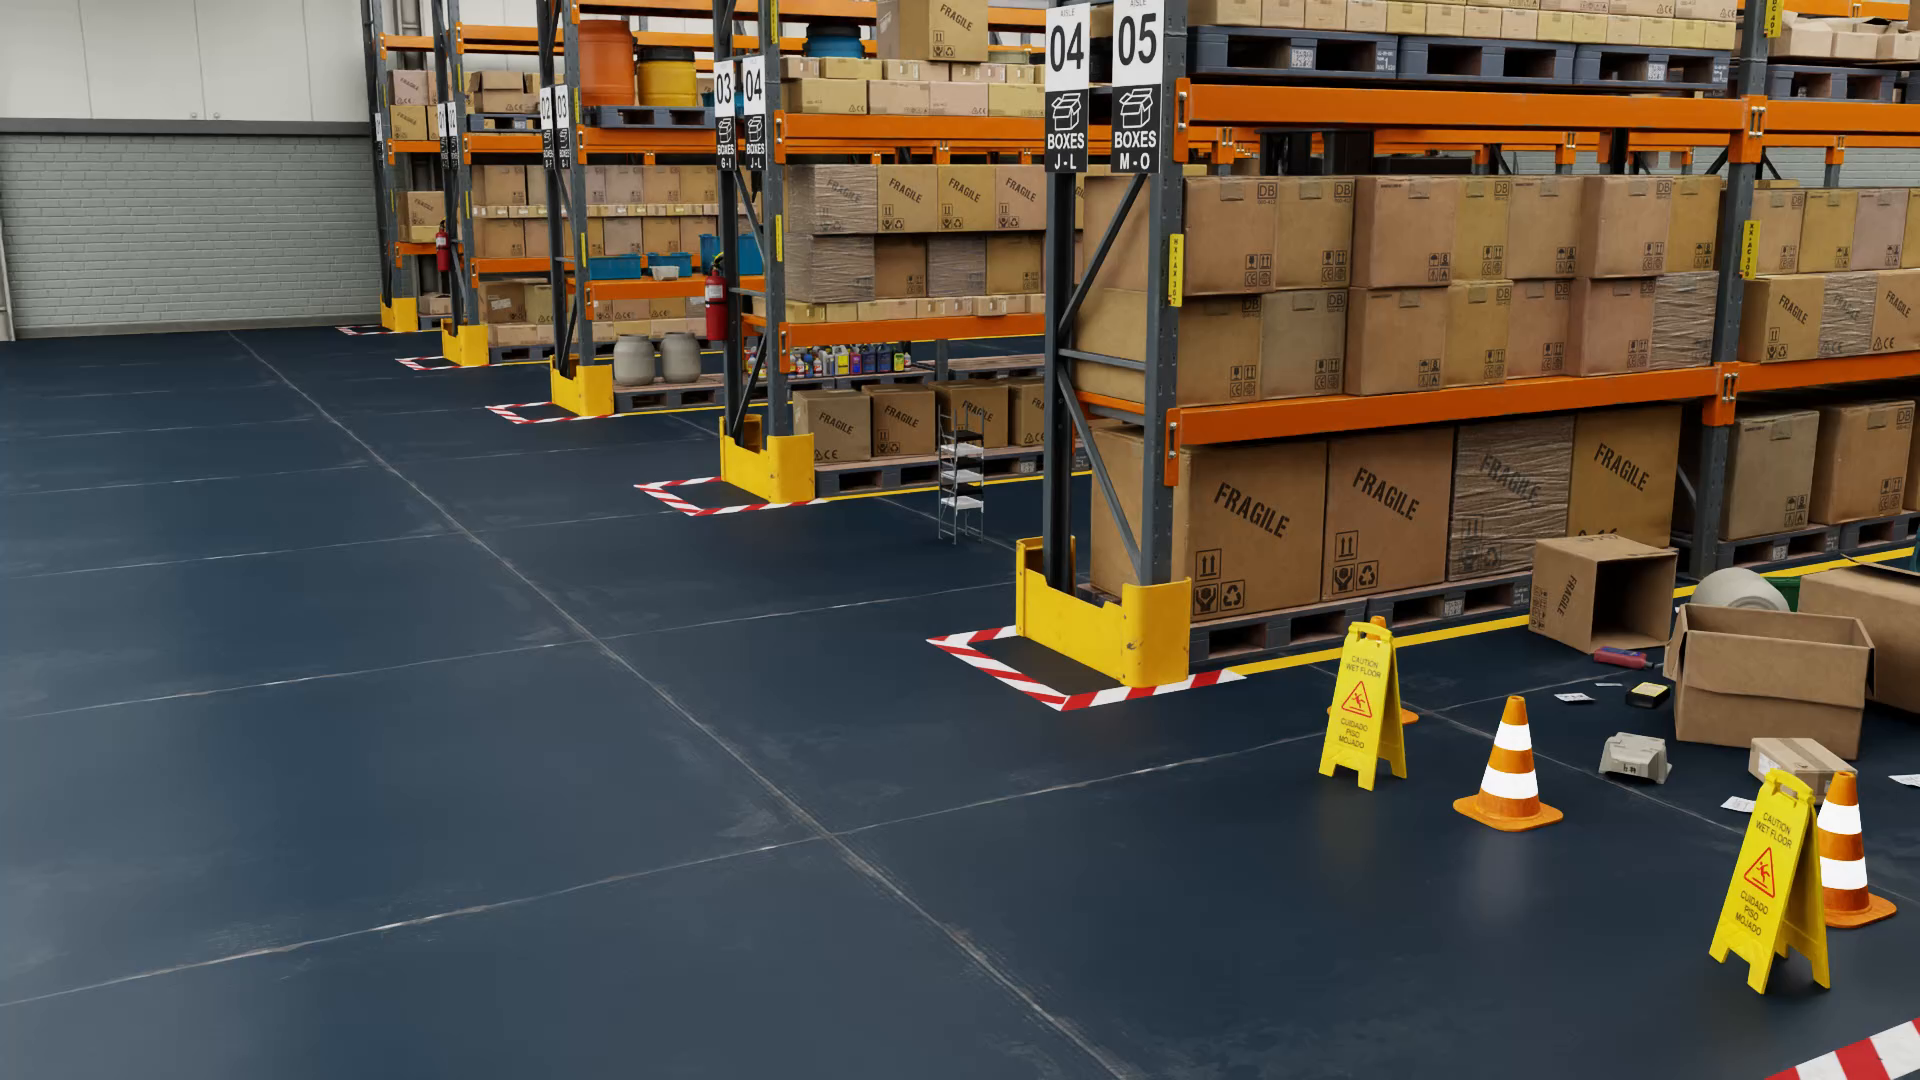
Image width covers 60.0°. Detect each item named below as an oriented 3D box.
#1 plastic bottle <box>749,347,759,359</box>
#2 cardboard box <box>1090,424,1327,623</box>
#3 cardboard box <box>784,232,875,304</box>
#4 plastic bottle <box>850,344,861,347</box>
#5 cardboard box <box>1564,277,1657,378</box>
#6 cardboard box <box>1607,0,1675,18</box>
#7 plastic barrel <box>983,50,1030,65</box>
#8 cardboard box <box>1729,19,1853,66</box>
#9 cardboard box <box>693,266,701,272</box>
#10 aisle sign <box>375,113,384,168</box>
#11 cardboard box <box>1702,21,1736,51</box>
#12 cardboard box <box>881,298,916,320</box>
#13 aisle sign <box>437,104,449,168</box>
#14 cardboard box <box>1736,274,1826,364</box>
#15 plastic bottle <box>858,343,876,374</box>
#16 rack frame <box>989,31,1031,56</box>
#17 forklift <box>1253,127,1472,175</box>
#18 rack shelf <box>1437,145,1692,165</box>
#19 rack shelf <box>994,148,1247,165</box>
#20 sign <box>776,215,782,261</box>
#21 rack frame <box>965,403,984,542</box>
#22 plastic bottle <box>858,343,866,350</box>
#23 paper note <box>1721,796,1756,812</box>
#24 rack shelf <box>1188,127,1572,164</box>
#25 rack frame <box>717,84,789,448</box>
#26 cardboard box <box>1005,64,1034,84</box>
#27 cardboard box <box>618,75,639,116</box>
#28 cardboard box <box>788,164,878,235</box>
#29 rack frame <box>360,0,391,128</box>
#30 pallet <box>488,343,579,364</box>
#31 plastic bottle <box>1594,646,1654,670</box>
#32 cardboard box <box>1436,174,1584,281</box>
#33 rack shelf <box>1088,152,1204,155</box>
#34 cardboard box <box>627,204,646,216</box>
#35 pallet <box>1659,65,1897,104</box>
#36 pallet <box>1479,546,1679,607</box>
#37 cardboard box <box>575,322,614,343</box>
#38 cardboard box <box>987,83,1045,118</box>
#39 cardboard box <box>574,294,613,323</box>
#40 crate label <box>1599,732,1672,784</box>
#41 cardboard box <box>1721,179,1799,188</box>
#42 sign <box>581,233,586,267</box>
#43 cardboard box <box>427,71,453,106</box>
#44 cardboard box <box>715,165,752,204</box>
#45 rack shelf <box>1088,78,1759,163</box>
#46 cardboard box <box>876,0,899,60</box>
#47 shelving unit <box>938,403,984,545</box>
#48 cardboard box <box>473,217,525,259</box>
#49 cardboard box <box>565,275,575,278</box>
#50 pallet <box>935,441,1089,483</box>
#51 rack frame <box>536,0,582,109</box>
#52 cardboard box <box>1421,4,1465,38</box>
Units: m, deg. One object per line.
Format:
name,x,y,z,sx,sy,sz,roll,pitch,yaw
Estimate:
plastic bottle,-2.245,-1.971,18.218,0.133,0.283,0.061,-7,14,-28
cardboard box,1.291,-0.134,8.756,0.875,0.875,0.875,-7,14,-28
cardboard box,-1.064,-2.095,12.680,0.500,0.500,0.875,-7,14,-28
plastic bottle,-1.183,-2.121,18.903,0.135,0.276,0.152,-6,14,-26
cardboard box,3.449,-1.272,9.589,0.550,0.550,0.875,-7,14,-28
cardboard box,3.486,-2.937,8.976,0.500,0.250,0.500,-7,14,-28
plastic barrel,0.494,-5.096,18.946,0.600,0.901,0.600,0,13,0
cardboard box,5.217,-3.119,10.461,0.500,0.250,0.500,-7,14,-28
cardboard box,-4.146,-4.621,27.795,0.500,0.250,0.500,-7,15,-29
aisle sign,-8.600,-5.915,24.639,0.004,0.787,0.394,-7,14,-28
cardboard box,4.072,-2.797,9.262,0.250,0.149,0.380,-7,14,-28
cardboard box,-0.531,-1.786,12.786,0.250,0.149,0.380,-7,14,-28
aisle sign,-6.502,-5.076,20.910,0.004,0.787,0.394,-7,14,-28
cardboard box,4.829,-1.355,10.069,0.500,0.500,0.500,-7,14,-27
plastic bottle,-1.018,-2.002,18.206,0.185,0.351,0.144,-8,15,-31
rack frame,0.718,-7.526,24.055,0.127,3.000,1.000,-7,14,-28
forklift,2.989,-1.759,12.249,3.031,2.935,1.130,-6,14,-26
rack shelf,8.355,-5.388,23.025,4.000,0.370,1.077,-7,14,-28
rack shelf,2.474,-5.922,25.399,4.000,0.370,1.077,-7,14,-28
sign,-1.300,-2.166,11.930,0.005,0.325,0.100,-7,14,-28
rack frame,0.096,-0.451,11.062,0.006,0.900,0.240,-7,14,-28
plastic bottle,-1.131,-2.104,18.812,0.133,0.283,0.061,-7,14,-28
paper note,3.064,1.027,6.476,0.148,0.019,0.142,11,17,40
rack shelf,3.706,-3.592,15.044,4.000,0.370,1.077,-7,14,-28
rack frame,-1.560,-1.848,12.490,0.127,3.000,1.000,-7,14,-28
cardboard box,0.371,-3.613,12.933,0.250,0.149,0.380,-7,15,-30
cardboard box,-4.298,-5.817,21.780,0.637,0.503,0.797,-5,14,-22
cardboard box,-0.947,-2.535,12.360,0.500,0.500,0.500,-7,14,-28
rack frame,-8.680,-7.639,24.556,0.127,3.000,1.000,-7,14,-28
pallet,-5.652,-2.486,21.674,1.213,0.211,1.003,-7,14,-28
plastic bottle,3.340,0.595,8.327,0.283,0.061,0.133,11,17,40
cardboard box,2.932,-1.760,9.296,0.550,0.550,0.875,-7,14,-28
rack shelf,3.608,-7.297,31.509,4.000,0.370,1.077,-7,14,-28
cardboard box,-4.275,-4.312,21.733,0.250,0.149,0.380,-6,14,-26
pallet,5.020,-2.779,10.227,1.217,0.209,0.805,-8,15,-30
pallet,3.534,0.123,10.083,1.213,0.211,1.003,-7,14,-28
cardboard box,-4.850,-2.740,21.761,0.500,0.250,0.500,-7,14,-28
cardboard box,0.328,-3.402,12.903,0.500,0.250,0.500,-6,14,-26
cardboard box,-4.855,-3.109,21.688,0.500,0.500,0.500,-7,14,-28
crate label,2.778,0.892,6.836,0.250,0.136,0.298,8,15,31
cardboard box,8.416,-3.580,17.672,0.637,0.503,0.797,-7,15,-29
sign,-3.674,-2.831,16.228,0.005,0.325,0.100,-7,14,-28
cardboard box,-7.761,-6.758,24.926,0.500,0.500,0.500,-7,14,-29
cardboard box,-3.179,-4.812,22.478,0.500,0.500,0.700,-7,14,-28
rack shelf,2.483,-2.205,8.880,4.000,0.370,1.077,-7,14,-28
cardboard box,-0.321,-3.961,13.003,0.500,0.500,0.500,-7,14,-28
shelving unit,0.007,-0.440,11.014,0.210,0.900,0.258,-7,14,-28
cardboard box,-5.887,-3.853,21.171,0.500,0.500,0.700,-7,14,-28
cardboard box,-6.061,-4.011,26.791,0.500,0.500,0.500,-8,15,-32
pallet,0.306,-0.702,13.747,1.213,0.211,1.003,-7,14,-28
rack frame,-3.933,-5.730,16.072,0.127,3.000,1.000,-7,14,-28
cardboard box,2.290,-2.583,8.312,0.250,0.149,0.380,-7,14,-28
